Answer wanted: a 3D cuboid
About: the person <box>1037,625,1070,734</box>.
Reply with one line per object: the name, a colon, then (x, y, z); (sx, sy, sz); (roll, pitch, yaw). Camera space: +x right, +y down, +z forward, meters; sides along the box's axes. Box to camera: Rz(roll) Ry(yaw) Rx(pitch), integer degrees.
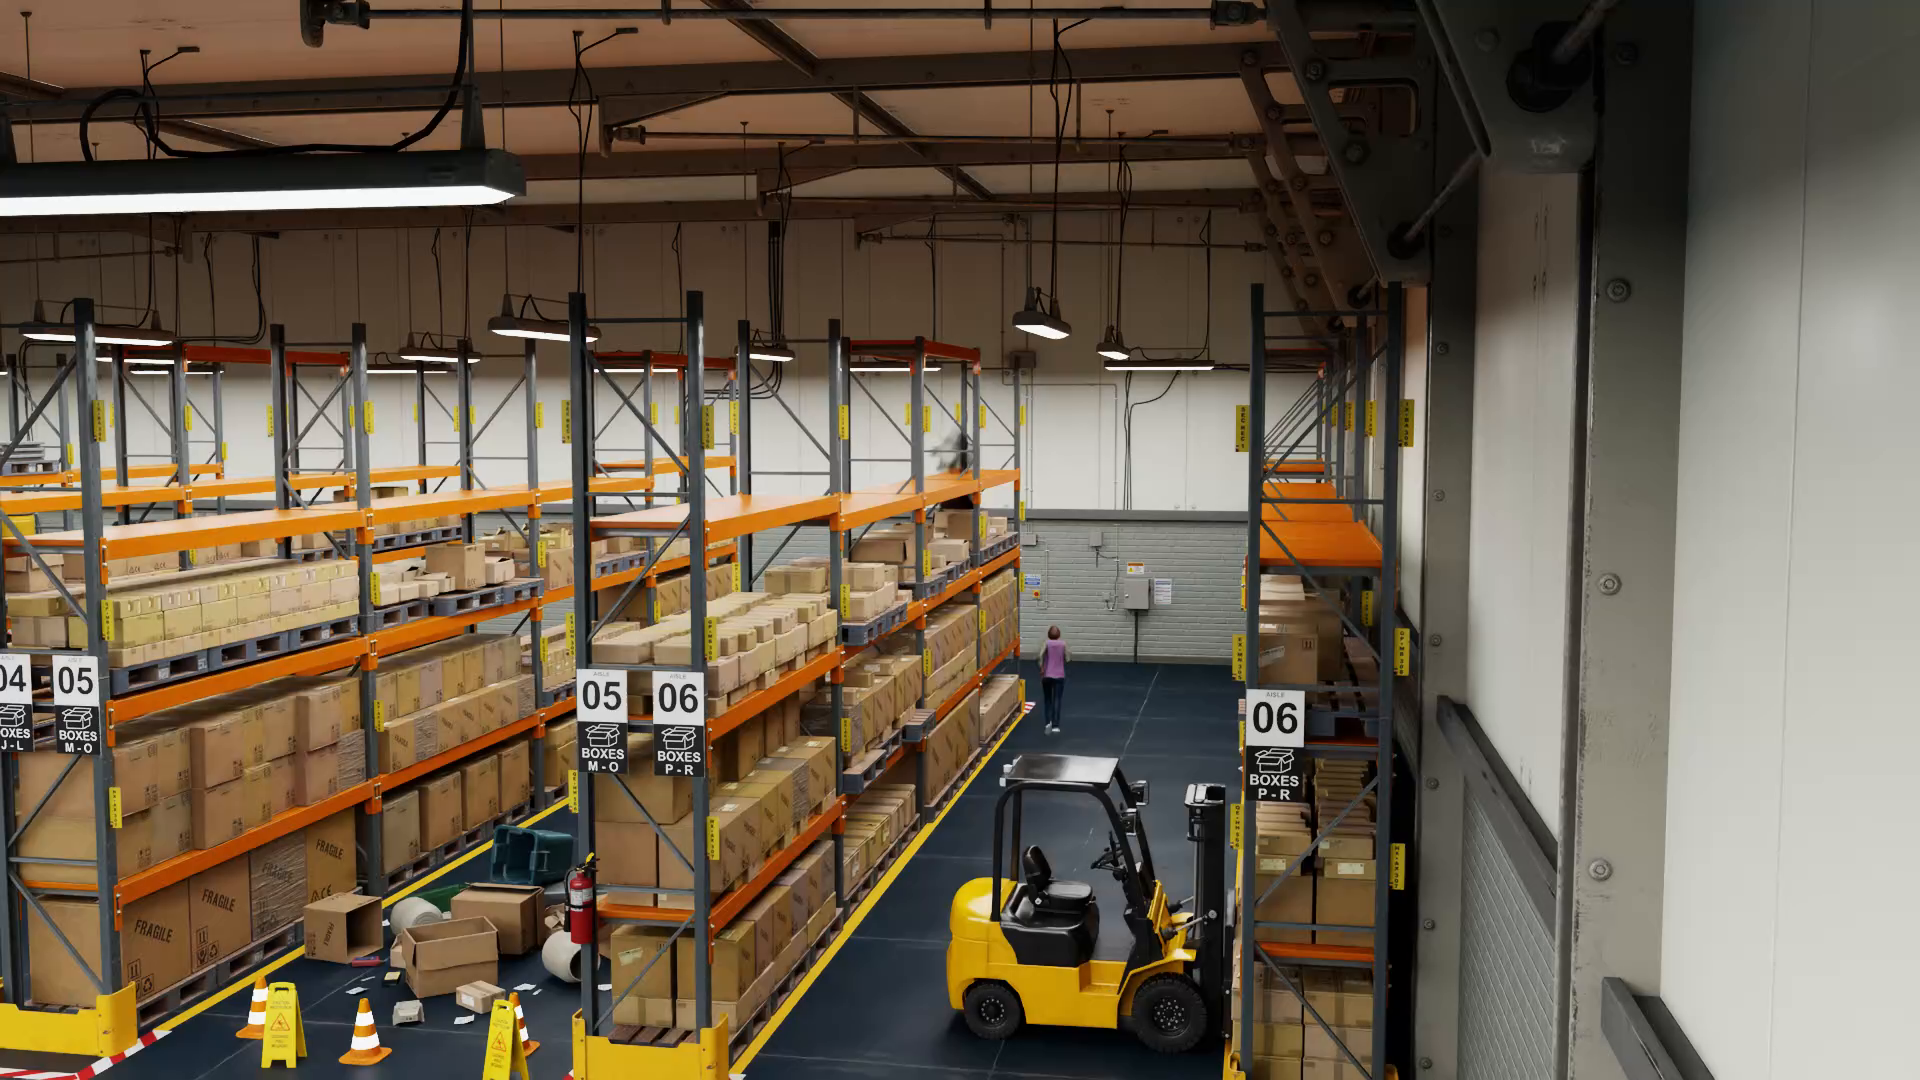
person: (1.400, 2.110, 24.776); (0.482, 1.676, 0.728); (1, 5, 8)
